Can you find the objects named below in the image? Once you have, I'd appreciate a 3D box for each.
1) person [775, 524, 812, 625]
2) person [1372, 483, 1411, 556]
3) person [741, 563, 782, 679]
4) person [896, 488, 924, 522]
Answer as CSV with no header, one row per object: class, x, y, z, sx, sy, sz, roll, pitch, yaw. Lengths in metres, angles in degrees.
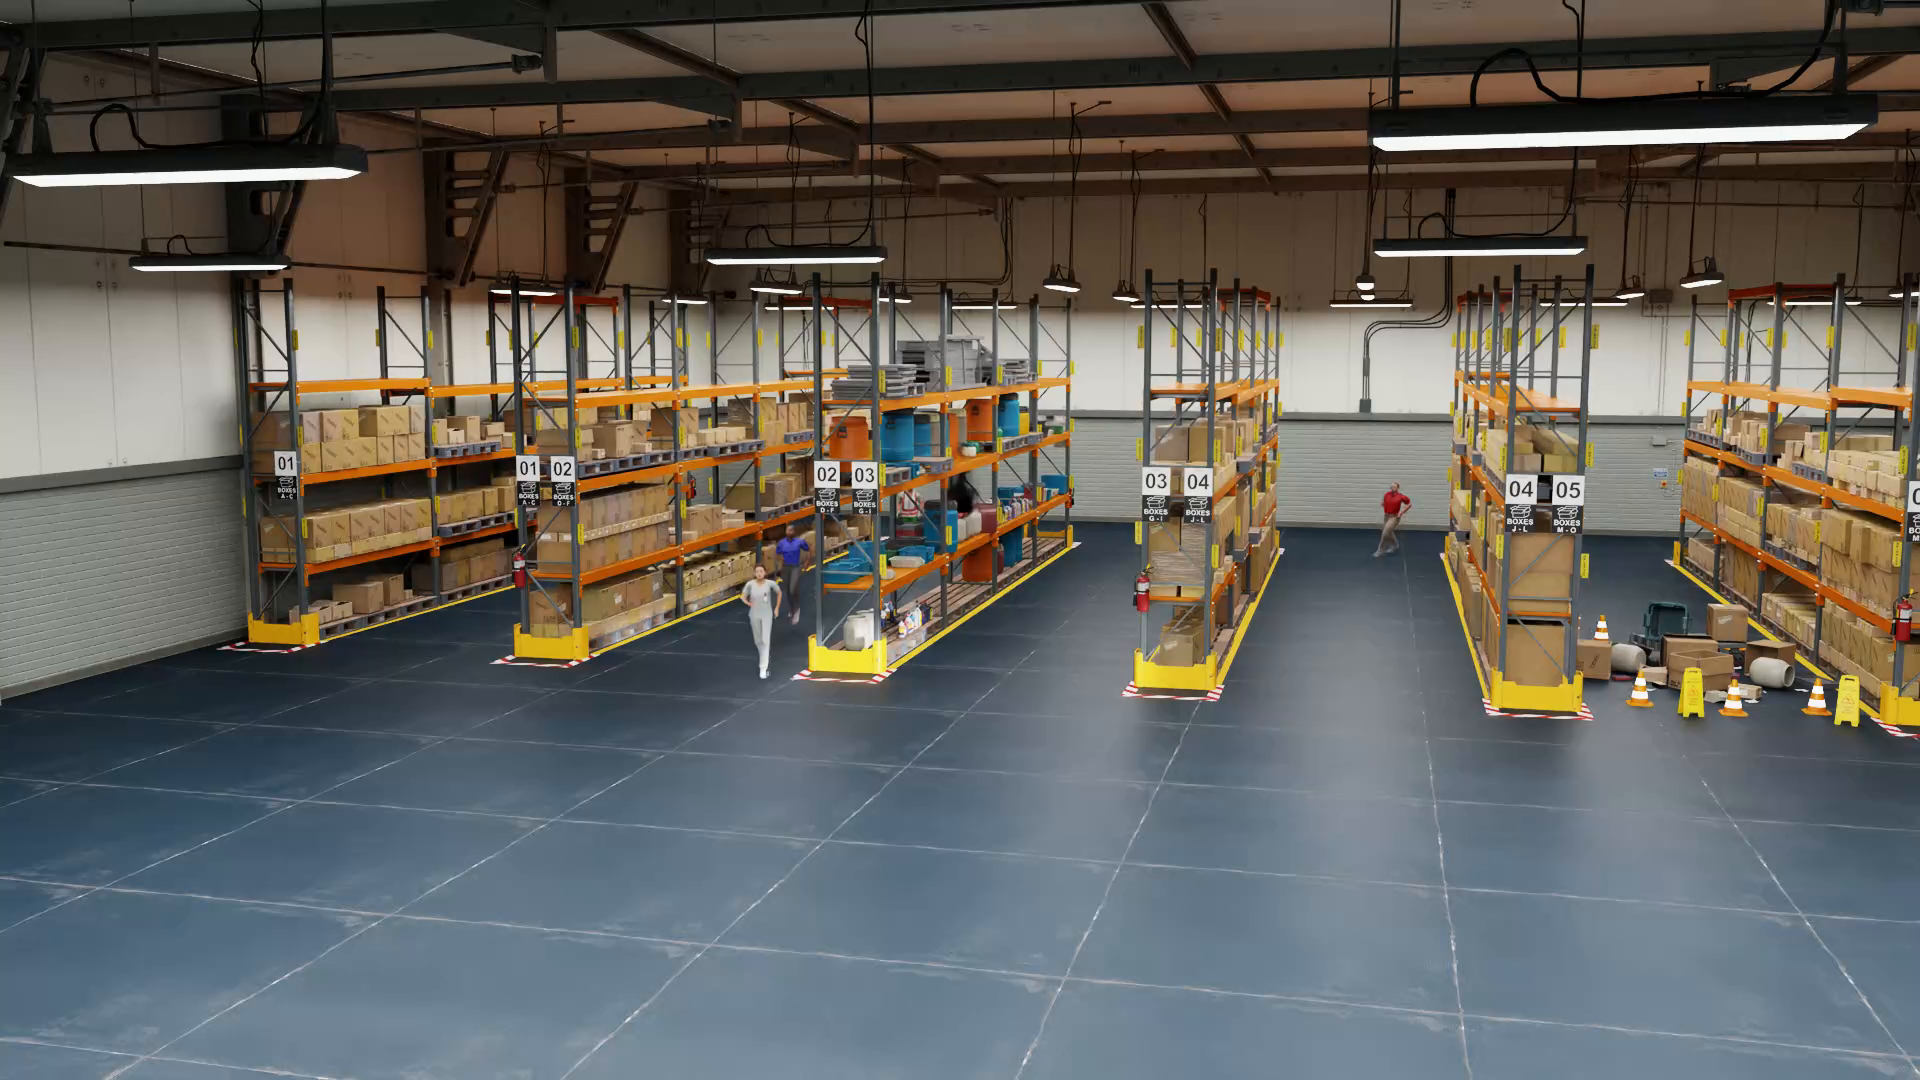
person,-2.865,0.580,28.391,0.584,1.708,0.717,1,7,11
person,10.097,-0.480,38.753,0.845,1.740,0.680,-4,8,-28
person,-3.000,1.177,25.099,0.602,1.677,0.929,0,7,2
person,-1.168,-0.565,39.335,0.649,1.734,0.635,1,7,5
